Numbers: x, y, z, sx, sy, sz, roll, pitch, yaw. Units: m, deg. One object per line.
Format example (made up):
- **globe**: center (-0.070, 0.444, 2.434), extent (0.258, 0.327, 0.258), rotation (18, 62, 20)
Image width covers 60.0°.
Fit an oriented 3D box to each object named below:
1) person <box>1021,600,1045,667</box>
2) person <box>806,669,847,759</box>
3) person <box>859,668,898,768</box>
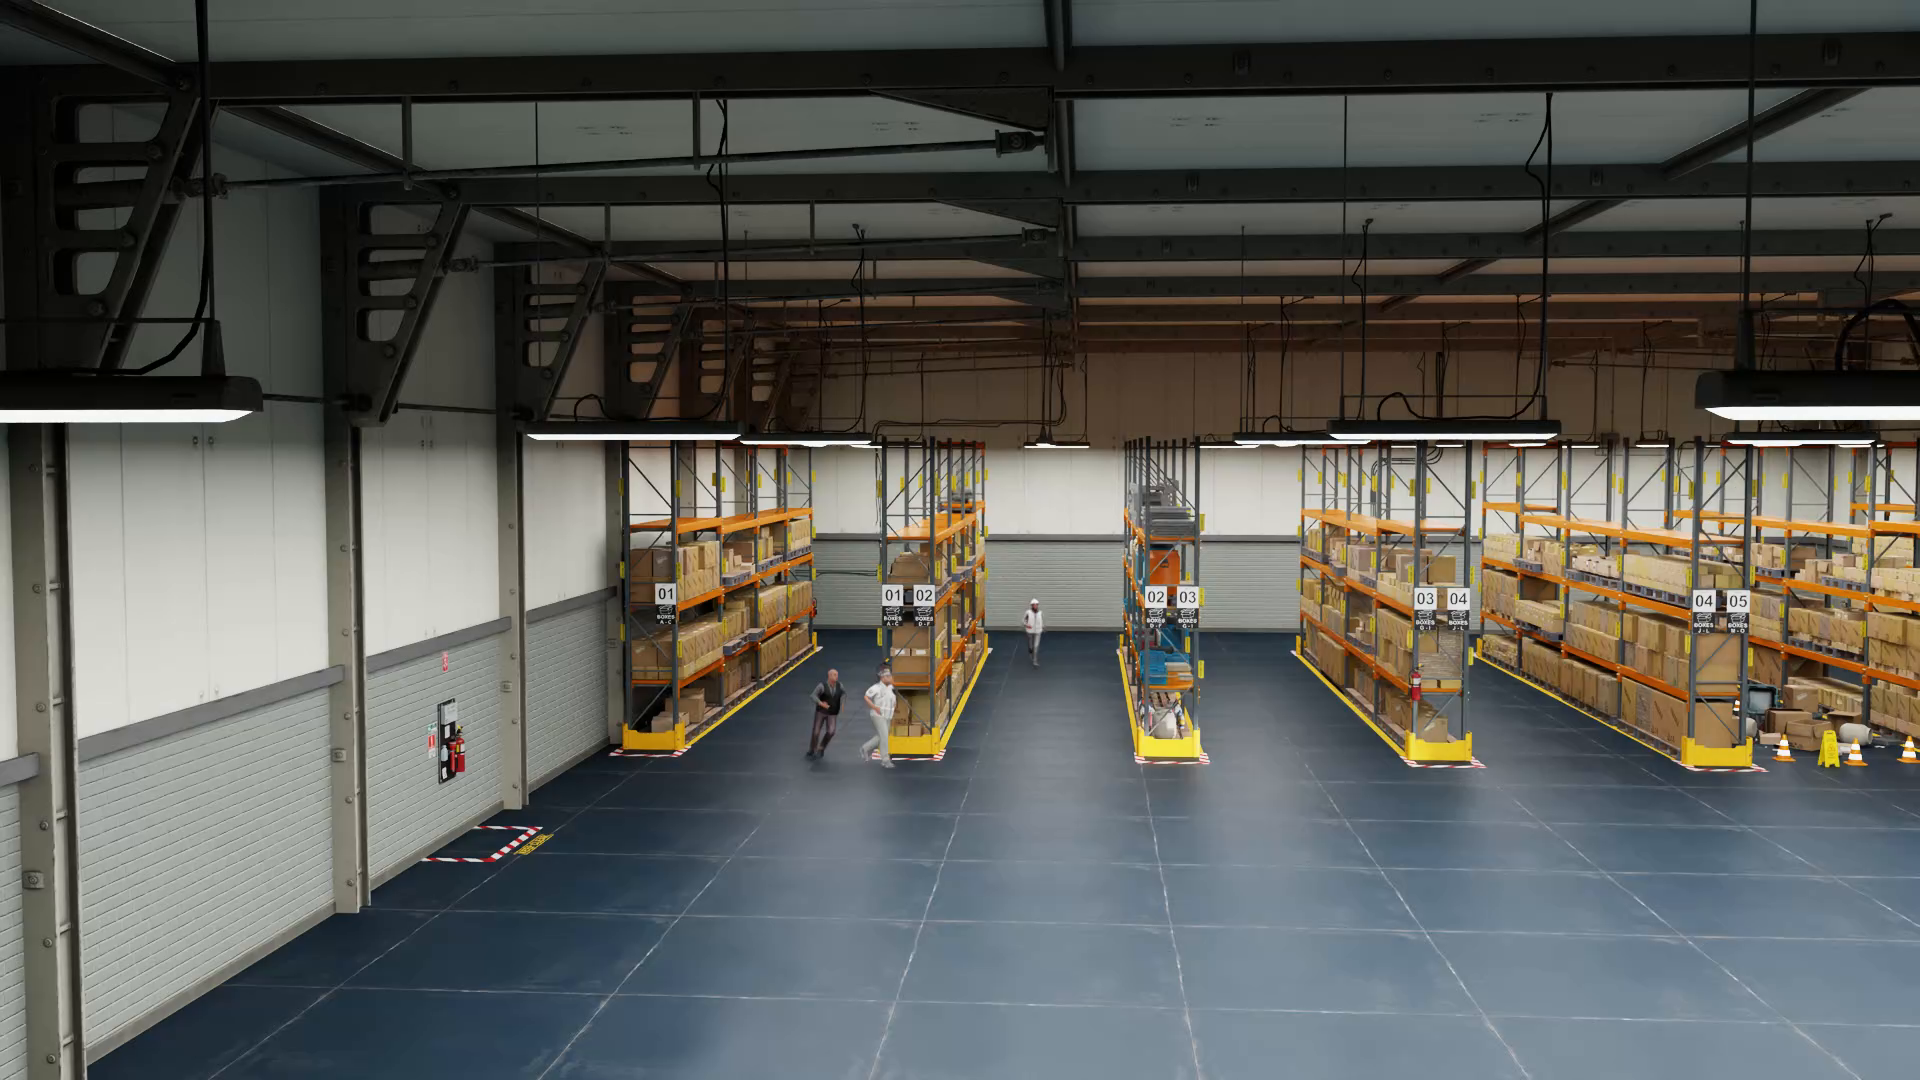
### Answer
- **person**: center (1.966, 2.473, 44.528), extent (0.657, 1.769, 0.775), rotation (0, 3, -7)
- **person**: center (-2.465, 3.252, 31.104), extent (0.797, 1.661, 0.684), rotation (-1, 3, -15)
- **person**: center (-1.424, 3.231, 30.427), extent (0.907, 1.783, 0.678), rotation (2, 4, 34)
